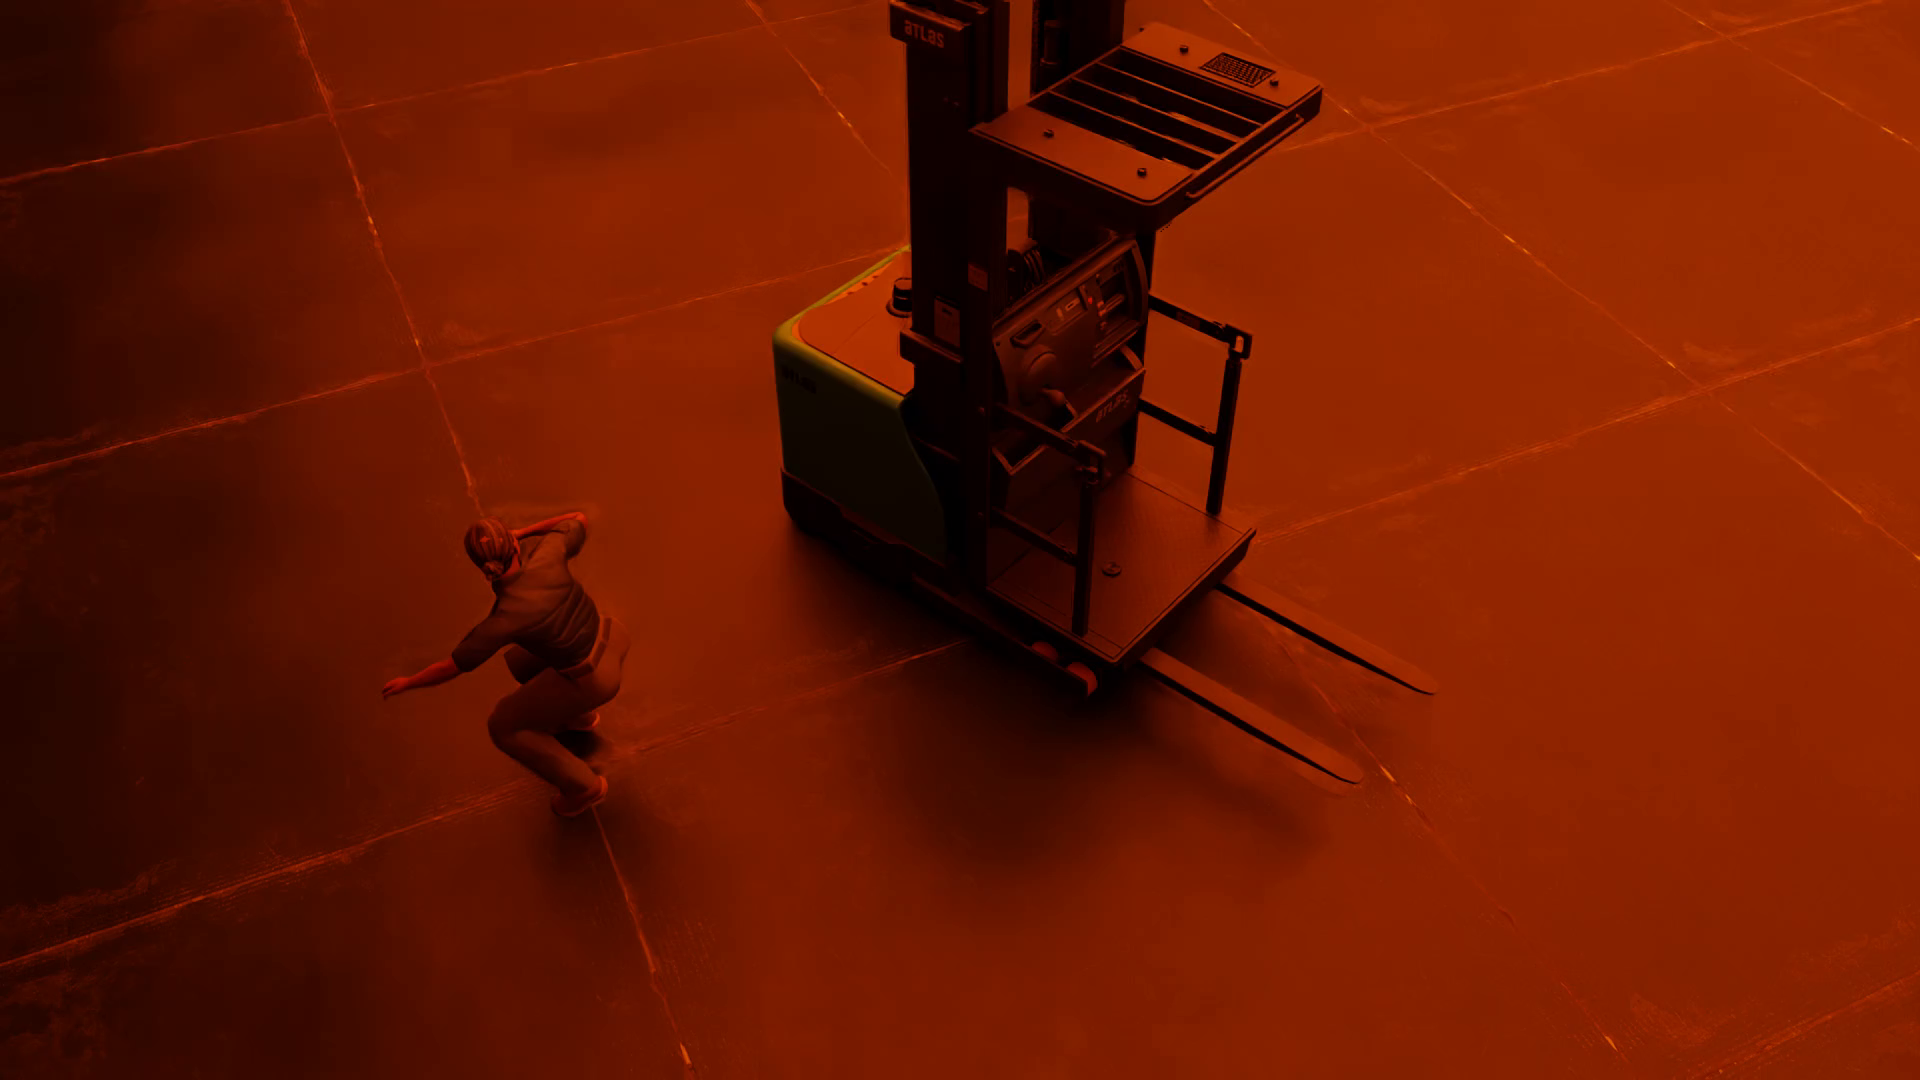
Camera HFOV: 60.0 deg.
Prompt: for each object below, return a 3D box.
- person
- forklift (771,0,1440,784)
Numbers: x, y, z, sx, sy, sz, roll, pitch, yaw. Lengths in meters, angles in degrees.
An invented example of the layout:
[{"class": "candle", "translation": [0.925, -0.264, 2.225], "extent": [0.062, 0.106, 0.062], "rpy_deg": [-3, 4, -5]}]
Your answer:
[{"class": "person", "translation": [-1.705, 0.405, 6.400], "extent": [0.870, 1.396, 0.716], "rpy_deg": [6, 43, 7]}, {"class": "forklift", "translation": [0.611, -0.798, 6.535], "extent": [3.031, 2.935, 1.130], "rpy_deg": [30, 51, 28]}]
